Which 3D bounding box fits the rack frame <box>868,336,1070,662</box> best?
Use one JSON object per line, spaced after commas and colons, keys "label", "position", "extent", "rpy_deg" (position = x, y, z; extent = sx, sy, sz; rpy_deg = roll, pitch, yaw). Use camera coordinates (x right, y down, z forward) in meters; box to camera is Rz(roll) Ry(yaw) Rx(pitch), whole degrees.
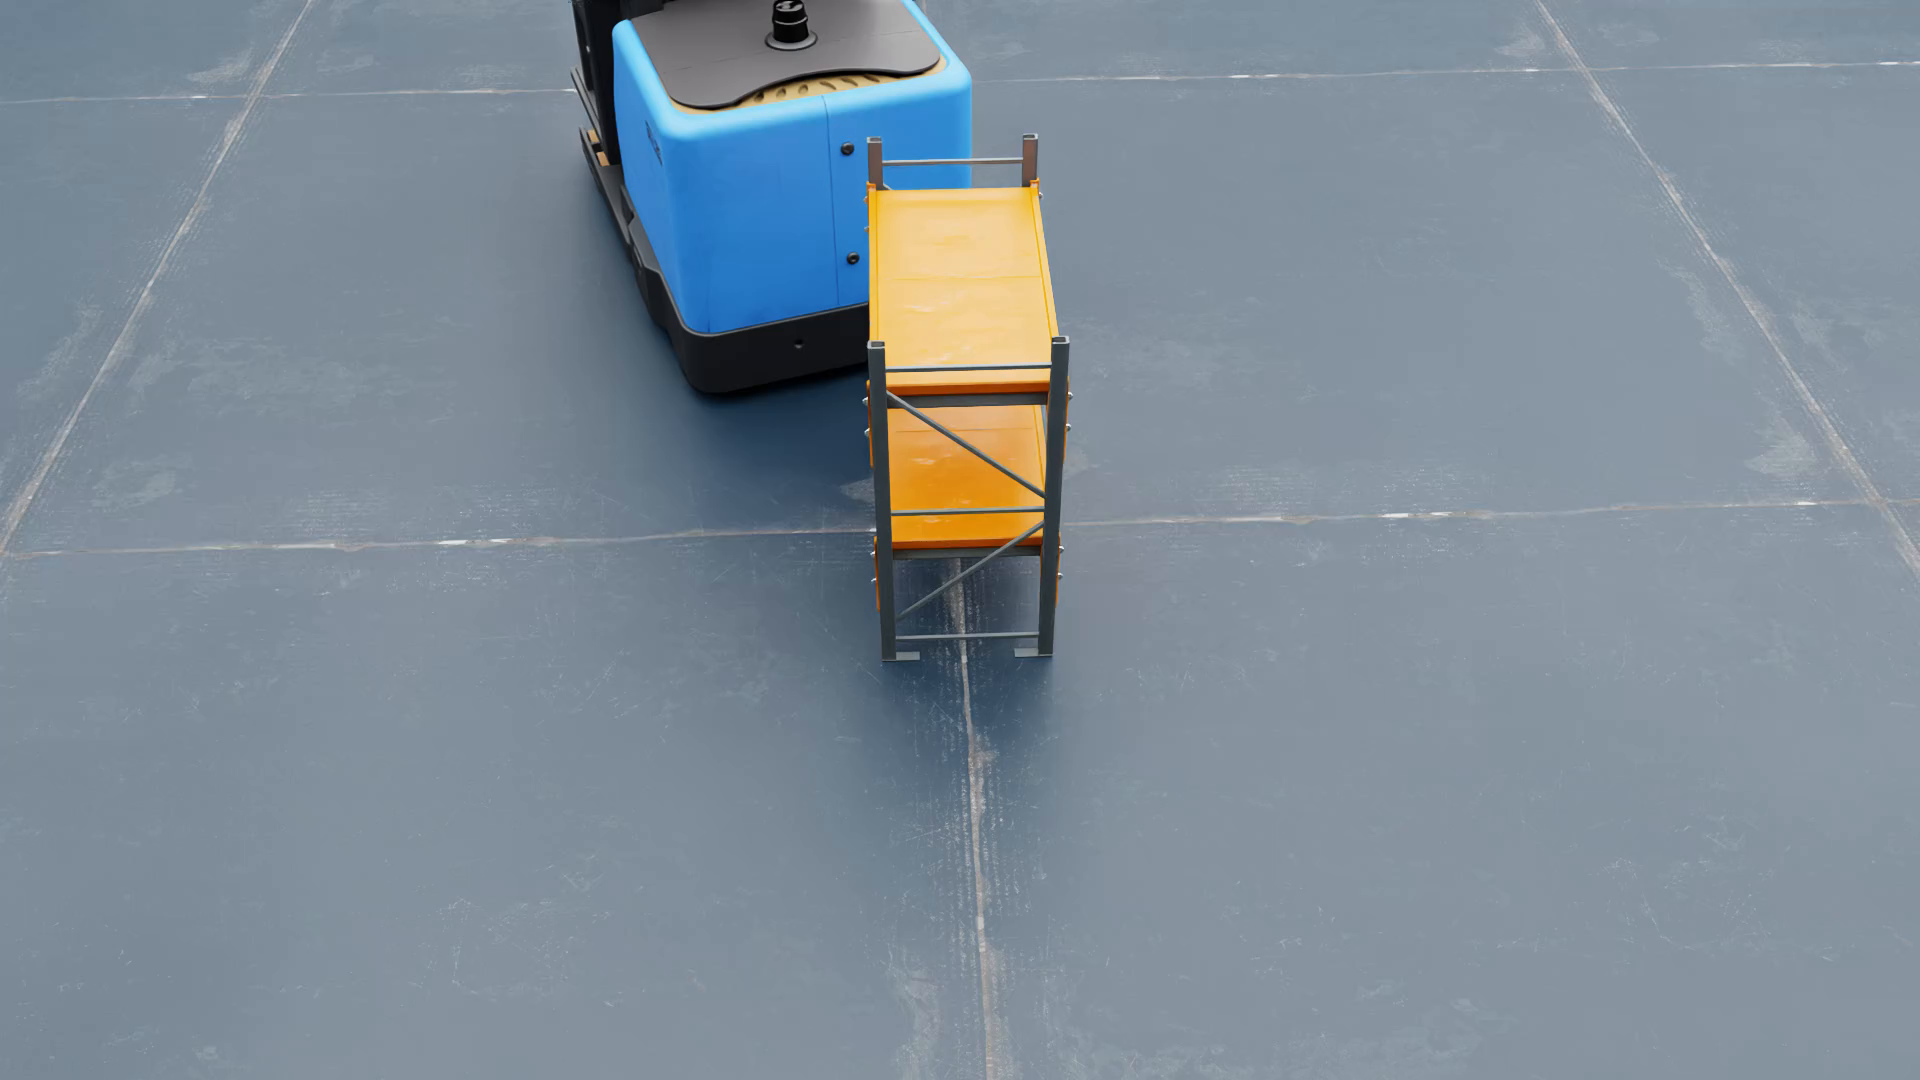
{"label": "rack frame", "position": [0.021, -0.076, 4.500], "extent": [0.500, 1.125, 0.032], "rpy_deg": [-2, 43, -2]}

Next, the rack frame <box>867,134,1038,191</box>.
{"label": "rack frame", "position": [-0.022, -0.762, 5.249], "extent": [0.500, 1.125, 0.032], "rpy_deg": [-2, 43, -2]}

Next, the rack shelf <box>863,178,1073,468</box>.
{"label": "rack shelf", "position": [0.000, -0.635, 4.677], "extent": [0.538, 0.278, 1.000], "rpy_deg": [-2, 43, -2]}

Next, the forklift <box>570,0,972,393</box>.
{"label": "forklift", "position": [-0.934, -2.591, 5.907], "extent": [1.130, 2.935, 3.031], "rpy_deg": [-14, 44, -15]}

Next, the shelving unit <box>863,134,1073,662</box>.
{"label": "shelving unit", "position": [0.000, -0.419, 4.875], "extent": [0.538, 1.125, 1.048], "rpy_deg": [-2, 43, -2]}

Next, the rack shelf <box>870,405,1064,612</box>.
{"label": "rack shelf", "position": [0.000, -0.239, 5.040], "extent": [0.538, 0.278, 1.000], "rpy_deg": [-2, 43, -2]}
